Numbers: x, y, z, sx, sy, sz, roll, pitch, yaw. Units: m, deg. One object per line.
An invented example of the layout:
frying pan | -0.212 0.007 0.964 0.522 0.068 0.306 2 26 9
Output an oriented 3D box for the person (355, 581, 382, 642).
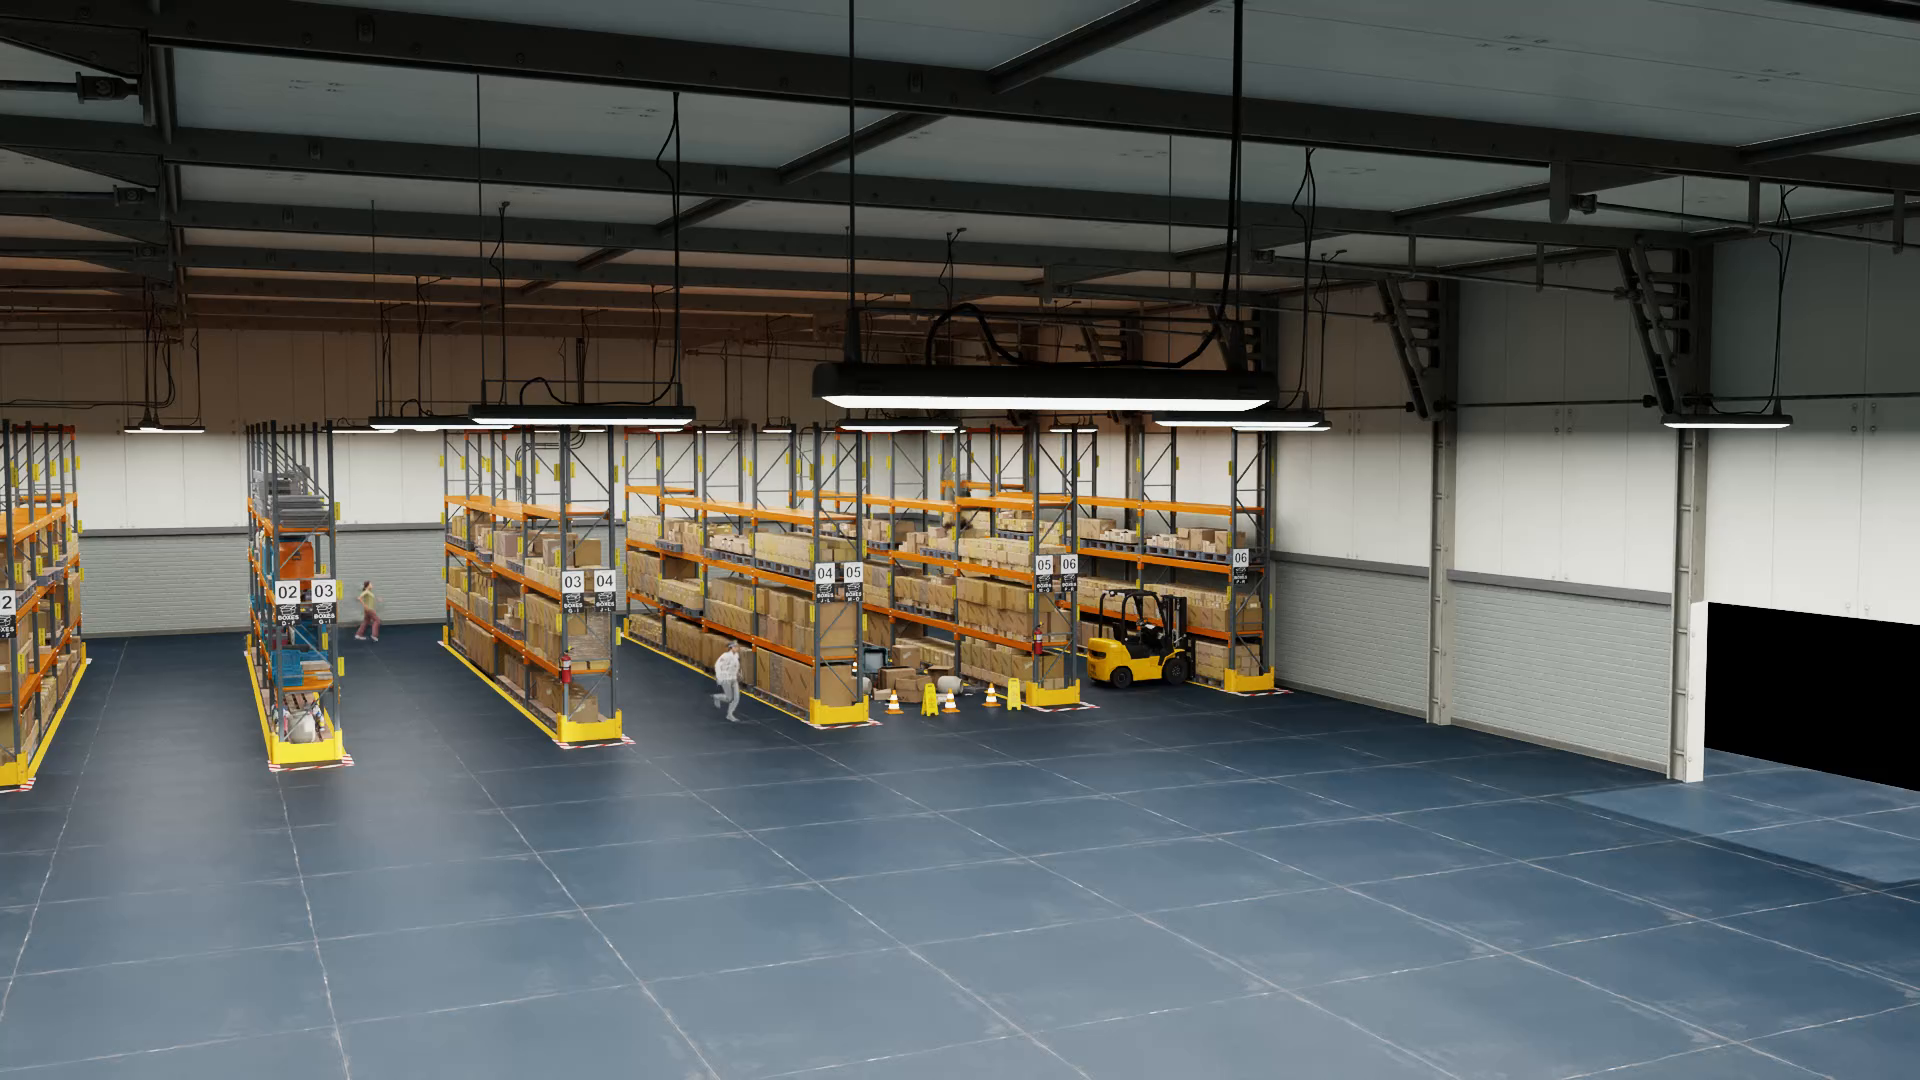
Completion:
person | -16.453 2.000 46.237 0.735 1.724 0.544 -1 4 -19

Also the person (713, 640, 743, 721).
person | -4.698 2.825 33.583 0.668 1.656 0.646 3 4 37
